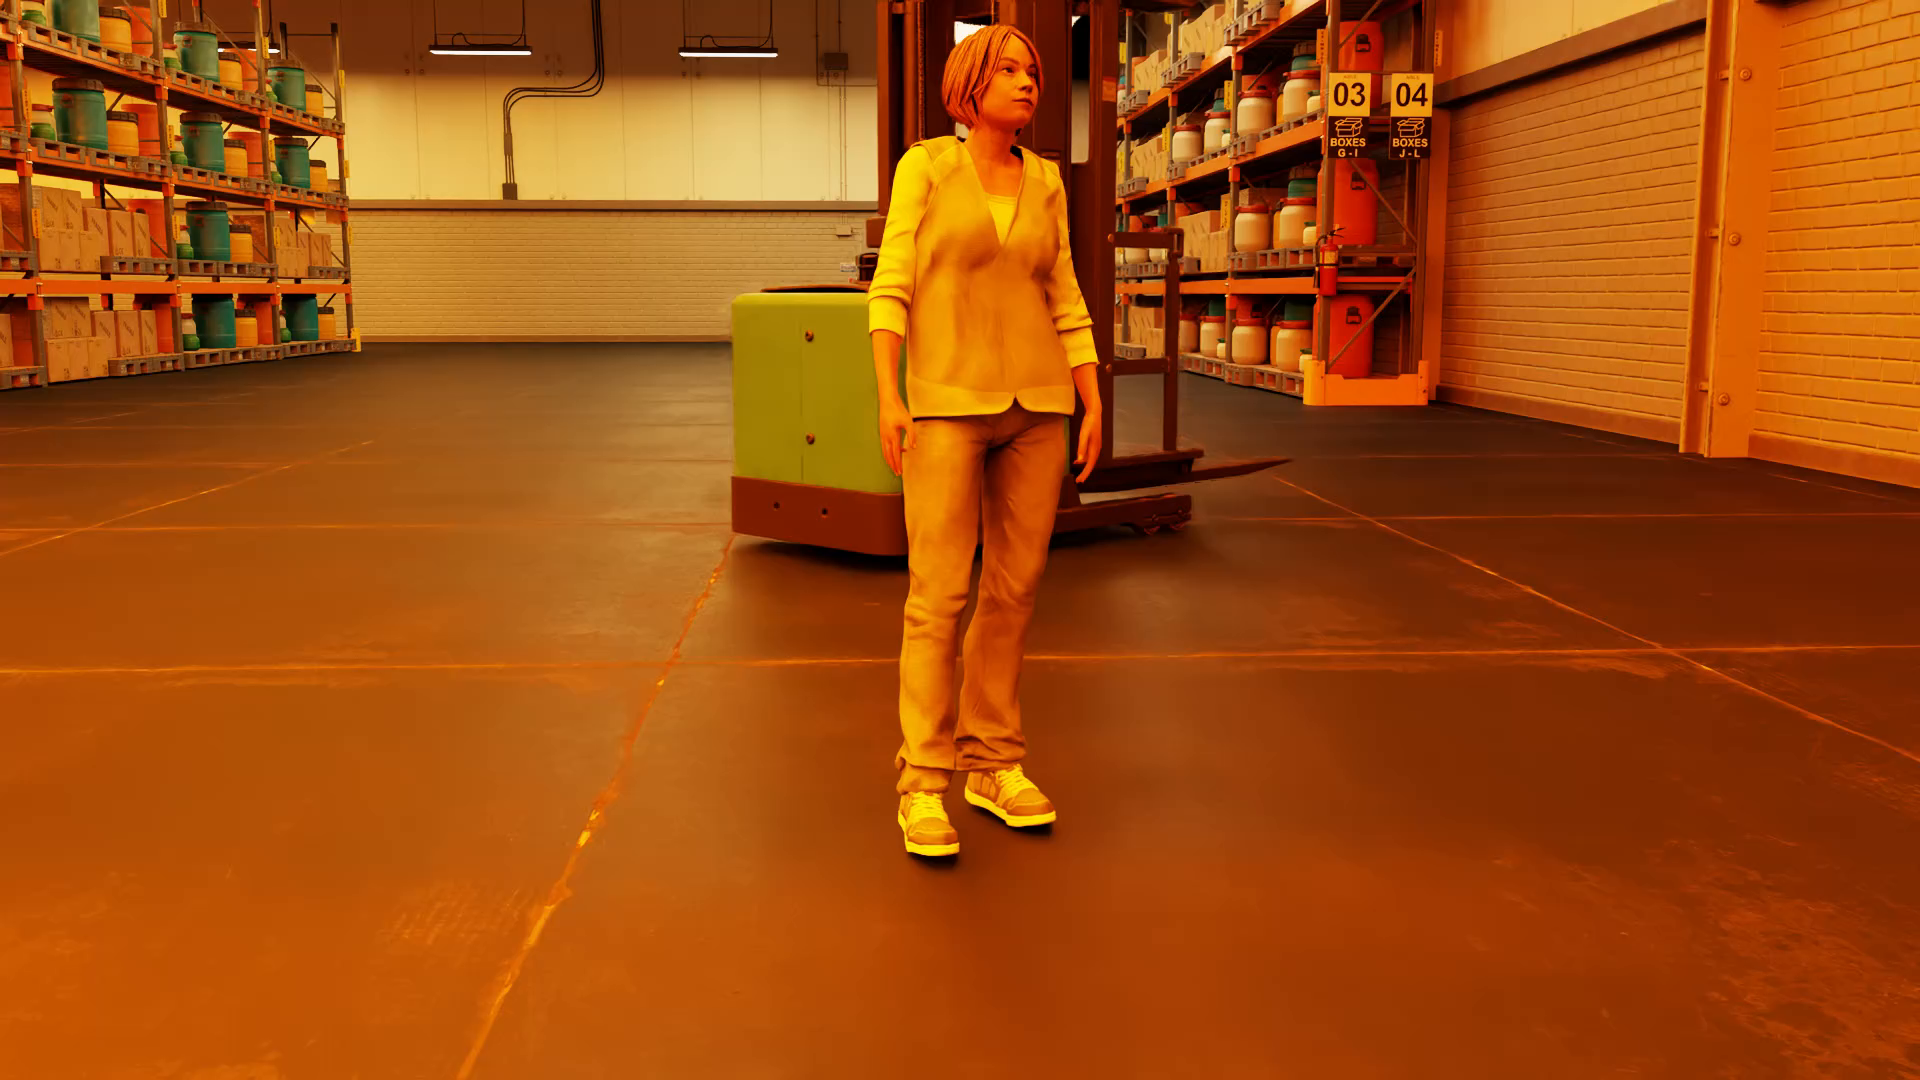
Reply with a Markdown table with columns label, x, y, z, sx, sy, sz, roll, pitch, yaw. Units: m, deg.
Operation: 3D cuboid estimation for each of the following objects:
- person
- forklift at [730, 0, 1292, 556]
| label | x | y | z | sx | sy | sz | roll | pitch | yaw |
| --- | --- | --- | --- | --- | --- | --- | --- | --- | --- |
| person | 0.077 | -0.220 | 3.305 | 0.519 | 1.598 | 0.474 | -4 | 9 | -23 |
| forklift | 0.420 | -1.523 | 7.586 | 1.130 | 2.935 | 3.031 | 8 | 12 | 44 |
